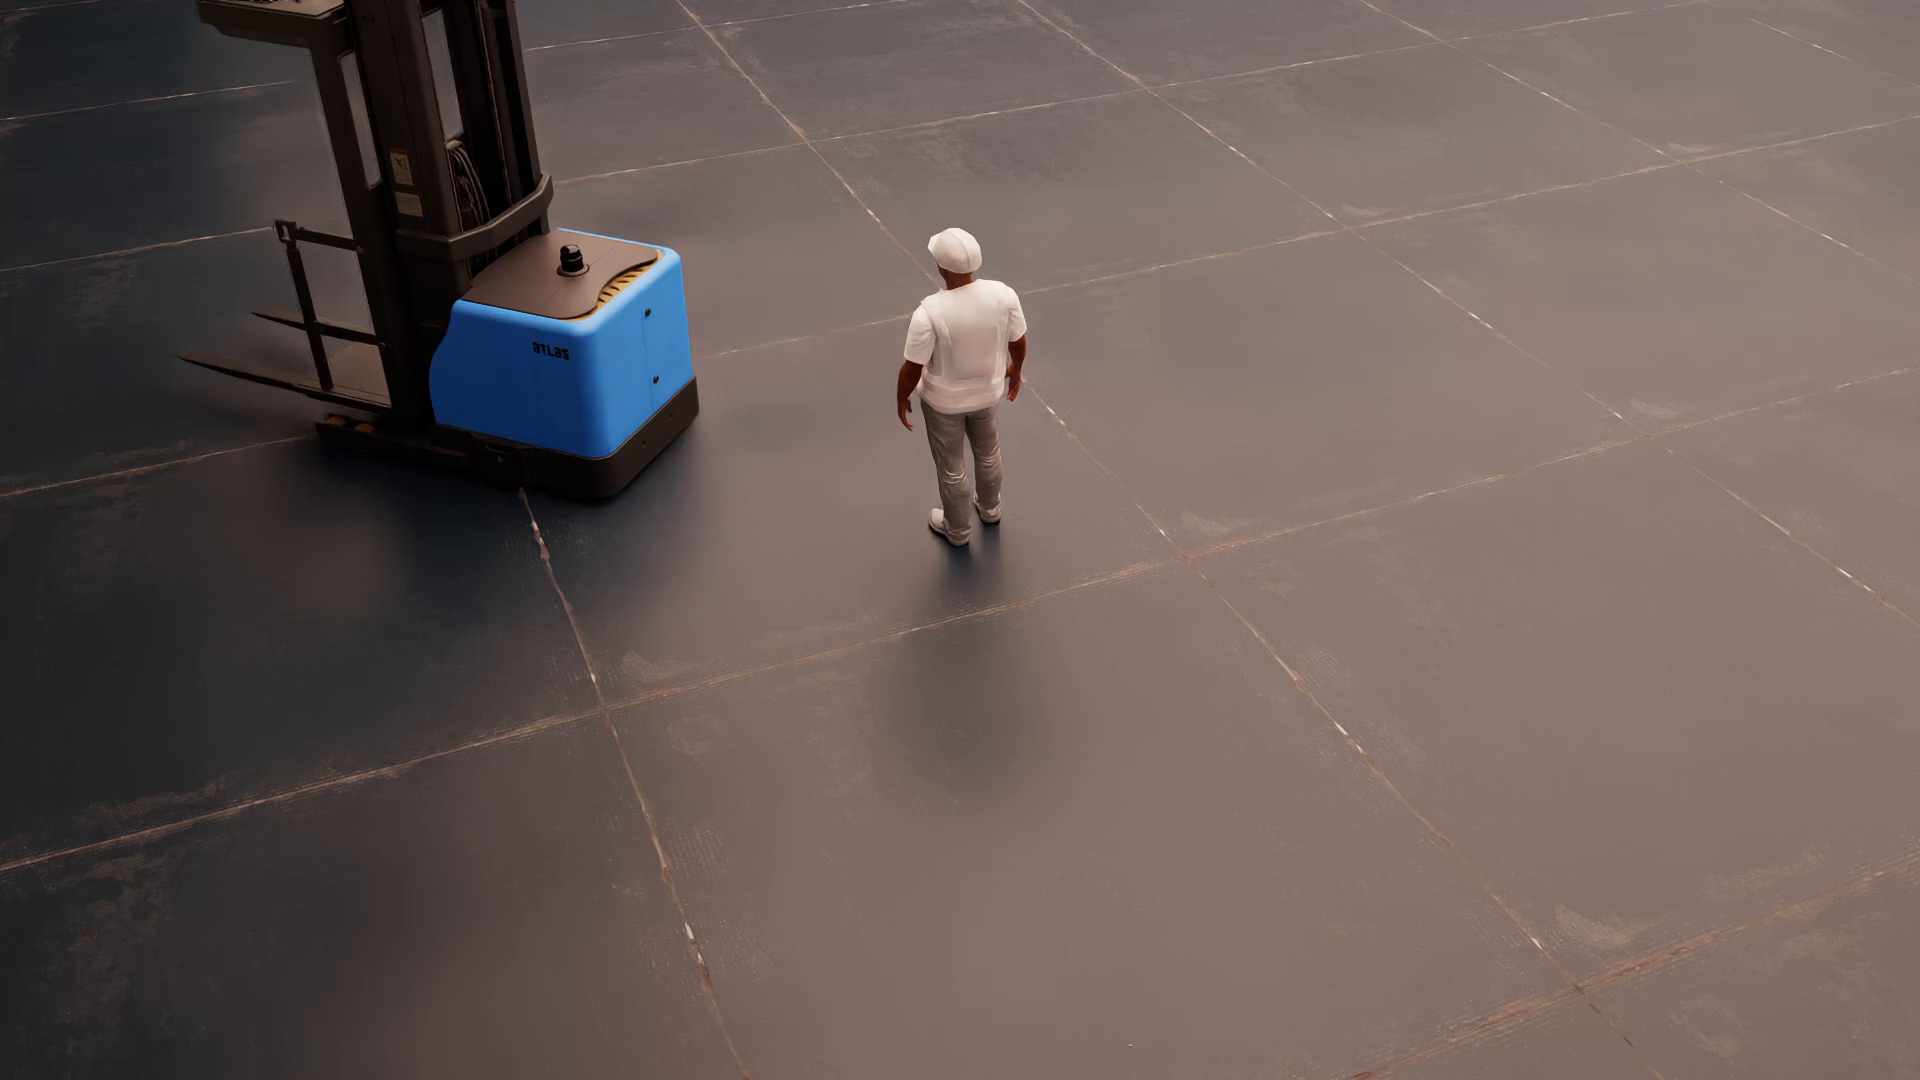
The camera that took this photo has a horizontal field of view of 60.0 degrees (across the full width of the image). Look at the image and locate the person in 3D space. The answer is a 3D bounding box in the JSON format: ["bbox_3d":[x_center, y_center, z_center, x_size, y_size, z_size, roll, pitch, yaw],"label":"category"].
[{"bbox_3d":[-0.023,-0.764,8.166,0.665,1.769,0.574,-14,38,-19],"label":"person"}]

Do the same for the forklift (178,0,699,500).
[{"bbox_3d":[-3.064,-1.949,8.839,3.031,2.935,1.130,13,37,18],"label":"forklift"}]
